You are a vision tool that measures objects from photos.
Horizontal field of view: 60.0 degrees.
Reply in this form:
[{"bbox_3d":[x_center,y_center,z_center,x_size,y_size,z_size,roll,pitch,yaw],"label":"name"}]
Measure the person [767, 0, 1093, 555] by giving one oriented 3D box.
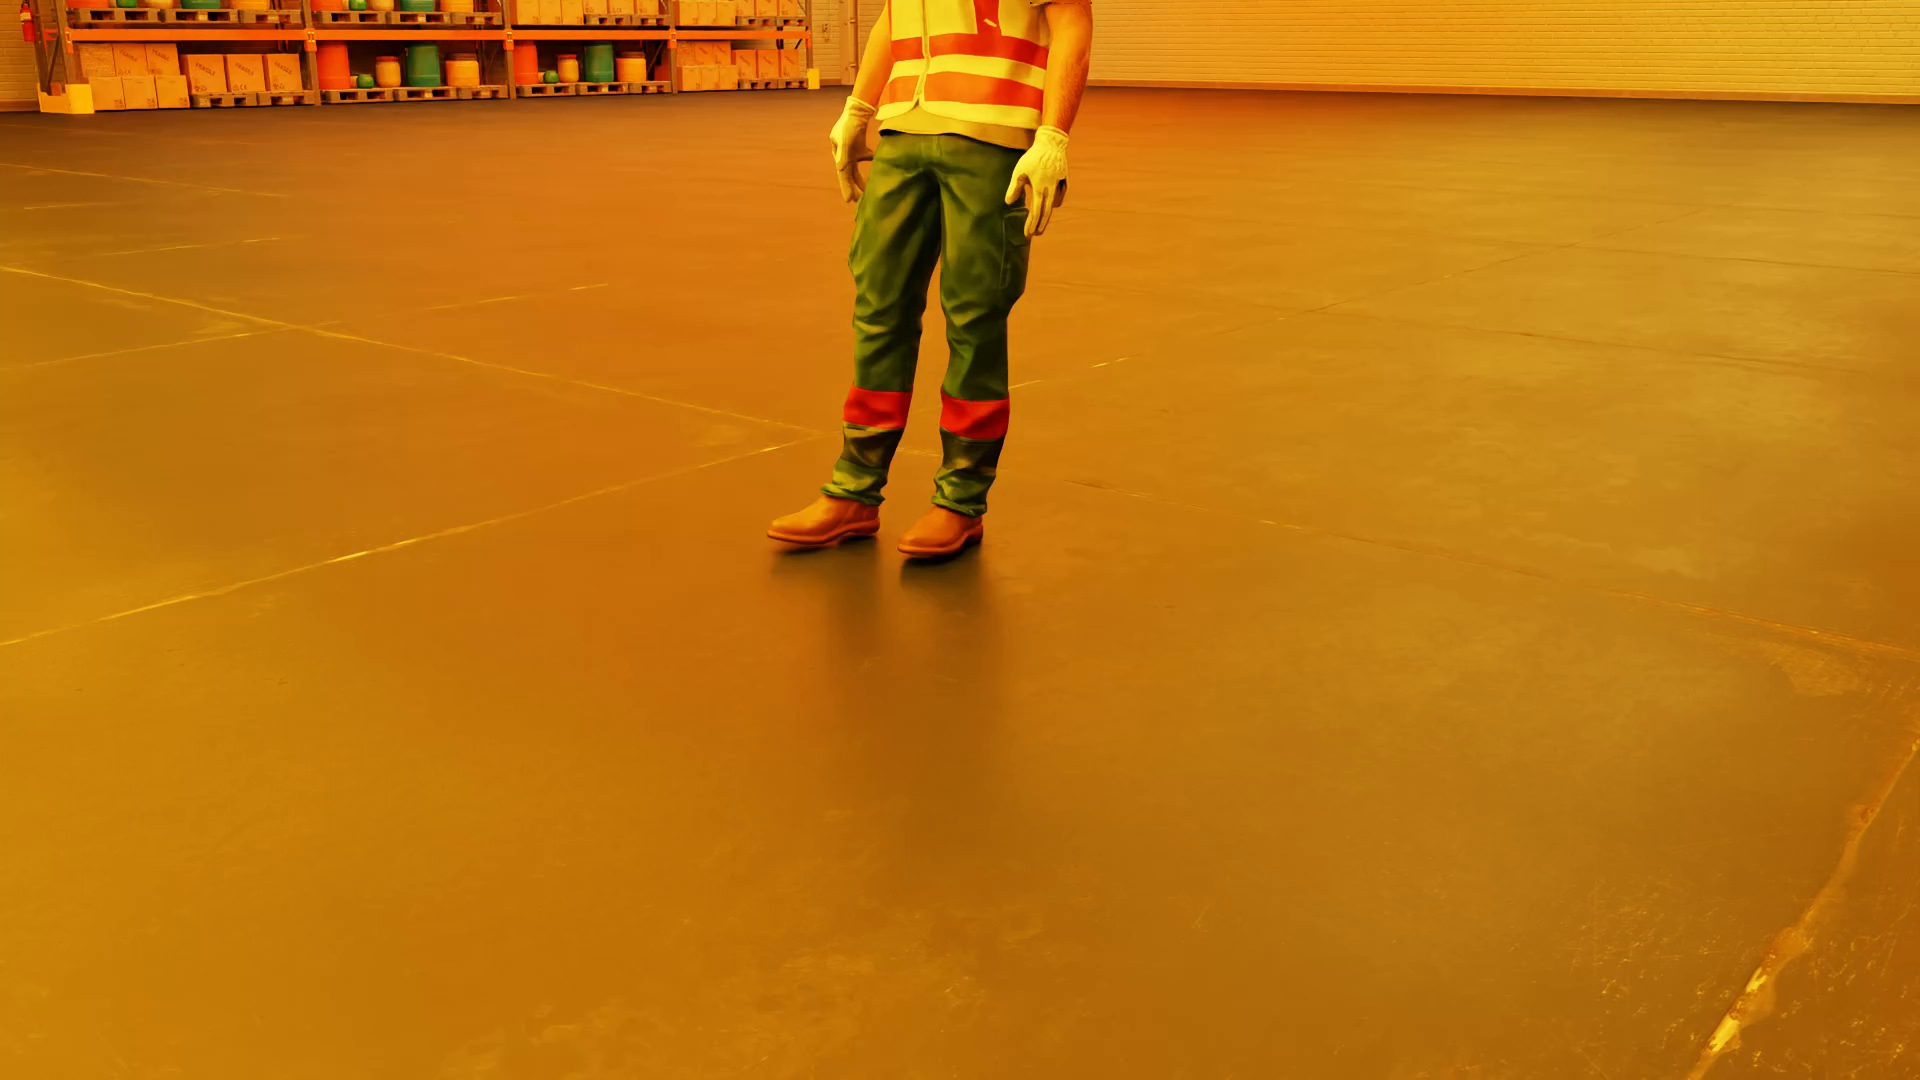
[{"bbox_3d":[-0.060,-0.846,3.627,0.638,1.789,0.562,13,21,37],"label":"person"}]
